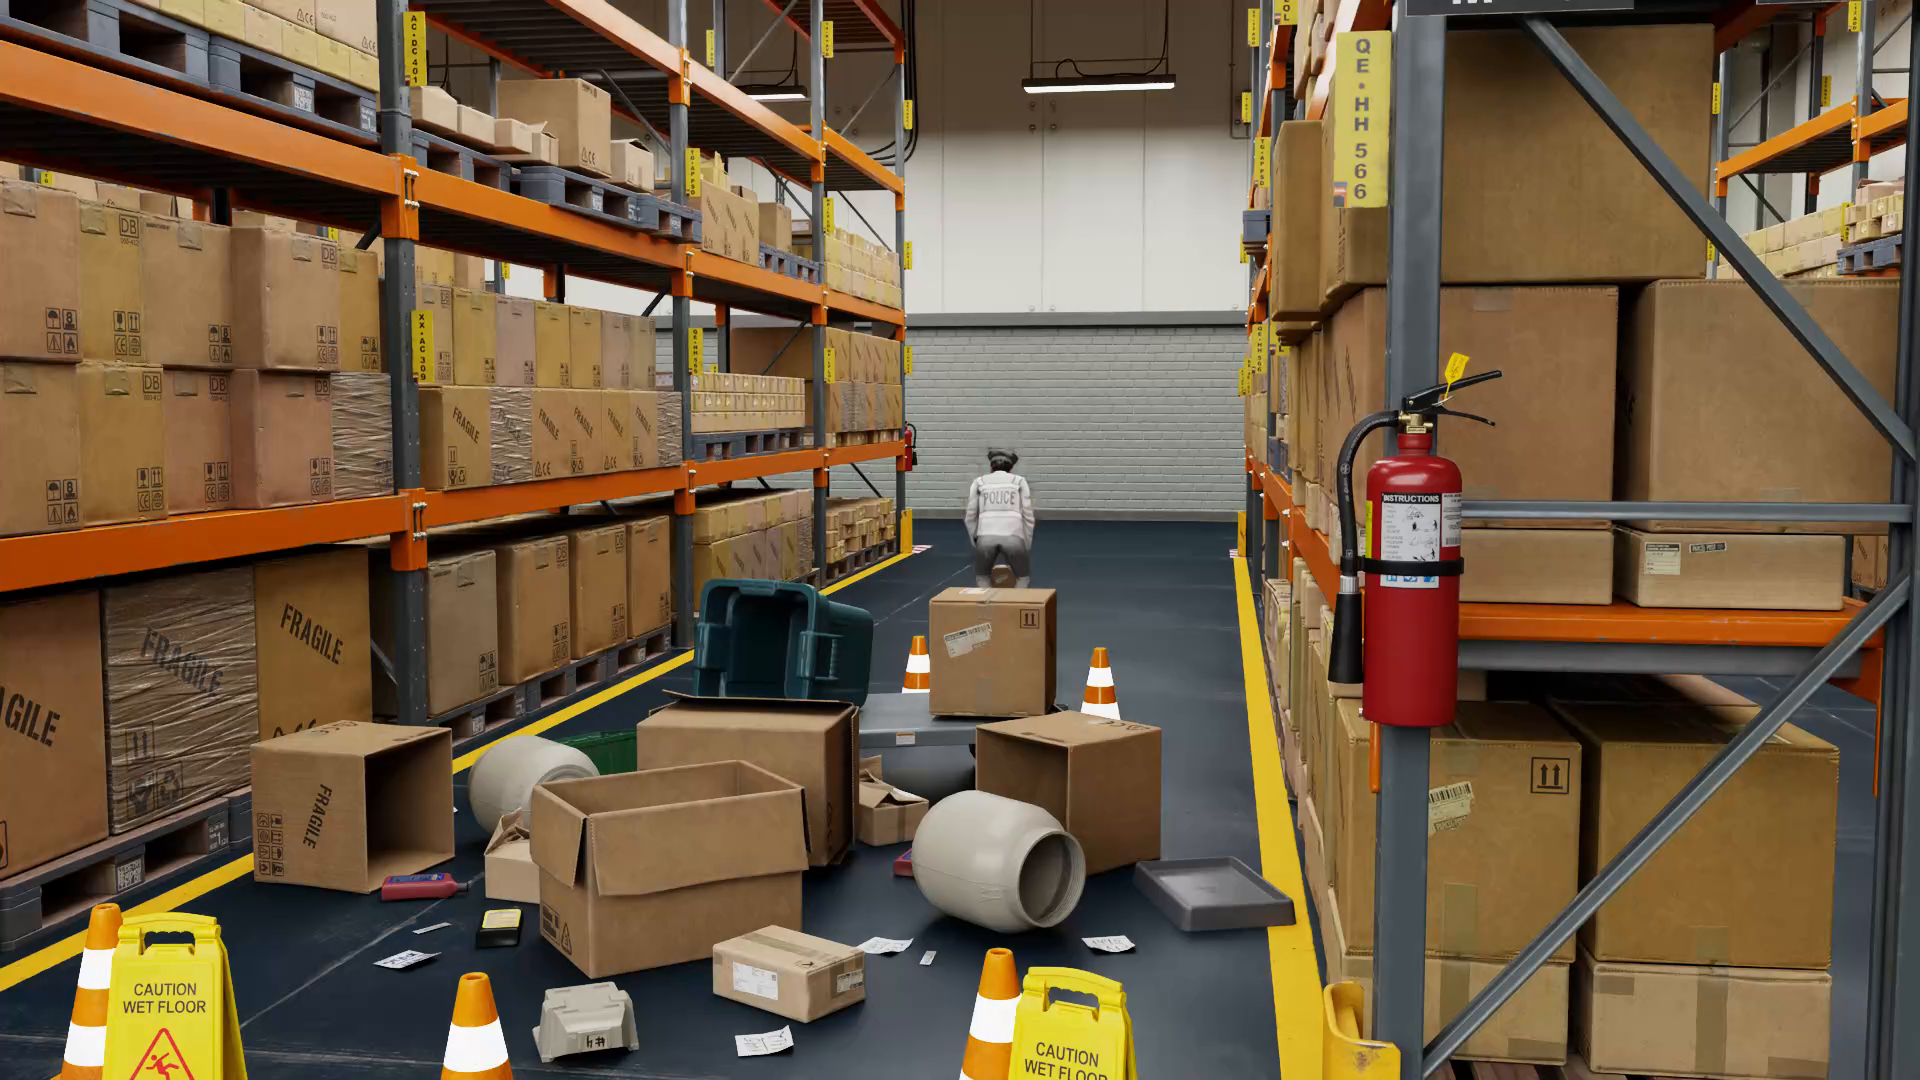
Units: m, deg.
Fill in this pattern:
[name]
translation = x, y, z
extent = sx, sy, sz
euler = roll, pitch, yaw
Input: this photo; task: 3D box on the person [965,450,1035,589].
[person]
translation = 0.294, 0.009, 12.644
extent = 0.535, 1.376, 0.708
euler = 1, 5, 9
